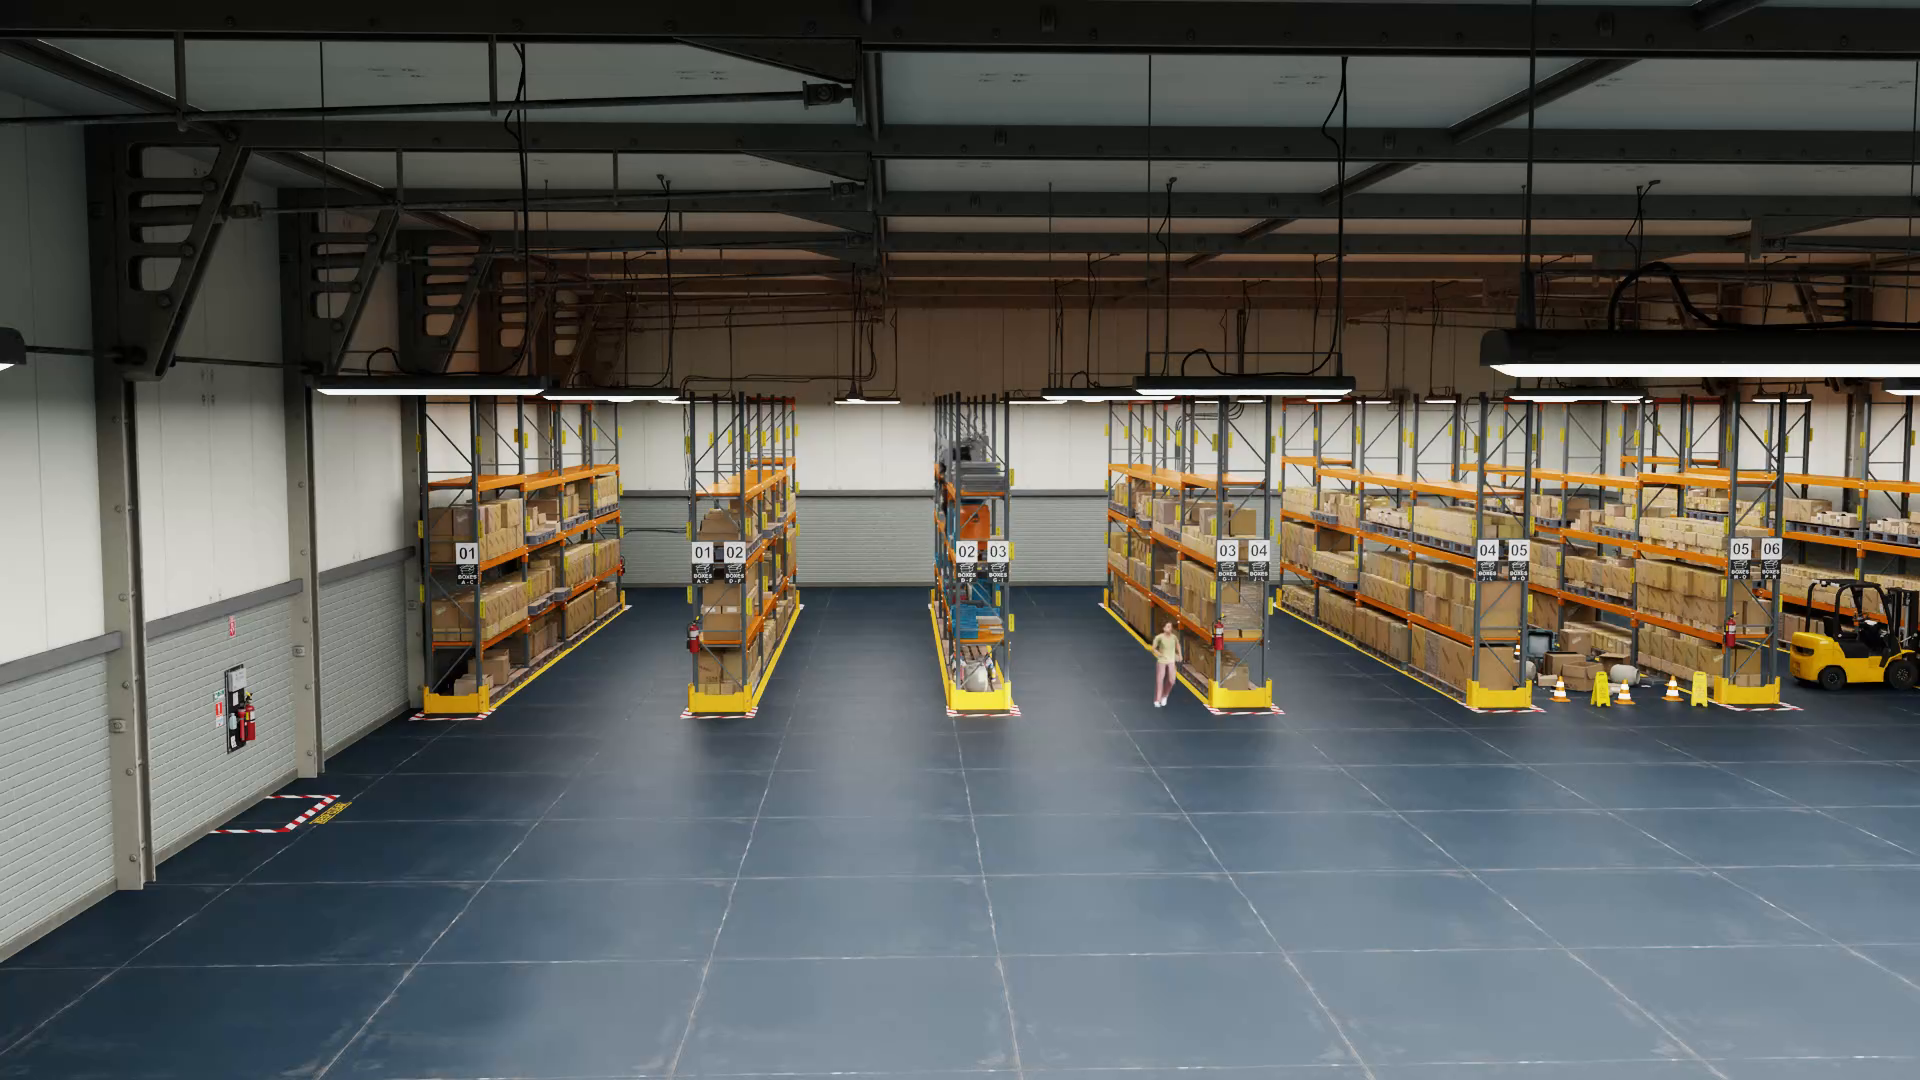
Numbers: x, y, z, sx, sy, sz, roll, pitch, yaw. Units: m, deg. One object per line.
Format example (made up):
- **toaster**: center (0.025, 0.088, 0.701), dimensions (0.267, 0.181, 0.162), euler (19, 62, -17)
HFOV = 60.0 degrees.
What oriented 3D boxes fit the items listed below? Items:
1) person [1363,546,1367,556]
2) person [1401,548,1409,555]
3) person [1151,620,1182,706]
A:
- **person**: center (11.438, 1.047, 47.255), dimensions (0.716, 1.780, 1.041), euler (-1, 5, -13)
- **person**: center (13.140, 0.886, 49.286), dimensions (0.820, 1.845, 0.655), euler (0, 5, -2)
- **person**: center (3.965, 2.362, 31.758), dimensions (0.626, 1.650, 0.540), euler (-1, 5, -11)
